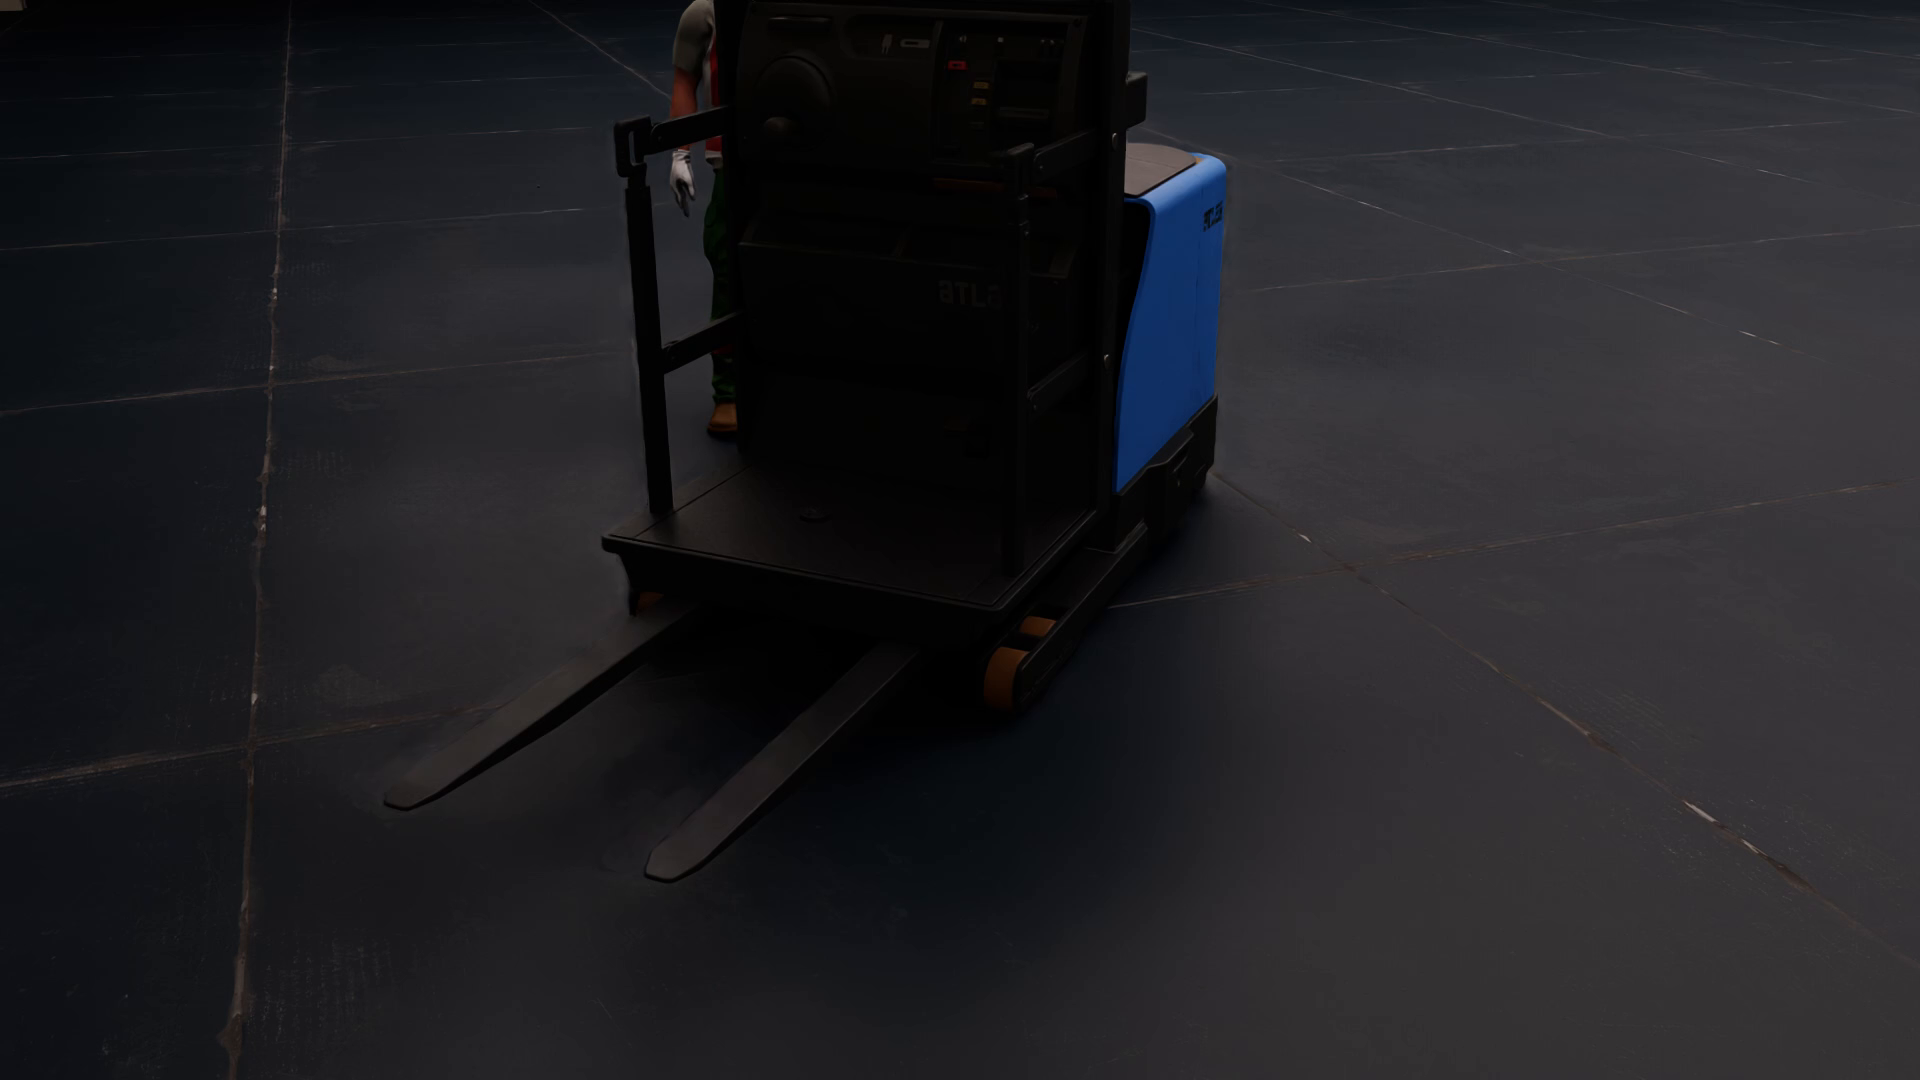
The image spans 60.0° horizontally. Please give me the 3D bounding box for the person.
[{"bbox_3d":[-0.678,-1.298,5.859,0.677,1.793,0.491,-7,24,-16],"label":"person"}]

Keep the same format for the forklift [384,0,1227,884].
[{"bbox_3d":[-0.220,-1.112,3.944,1.130,2.935,3.031,10,25,22],"label":"forklift"}]
